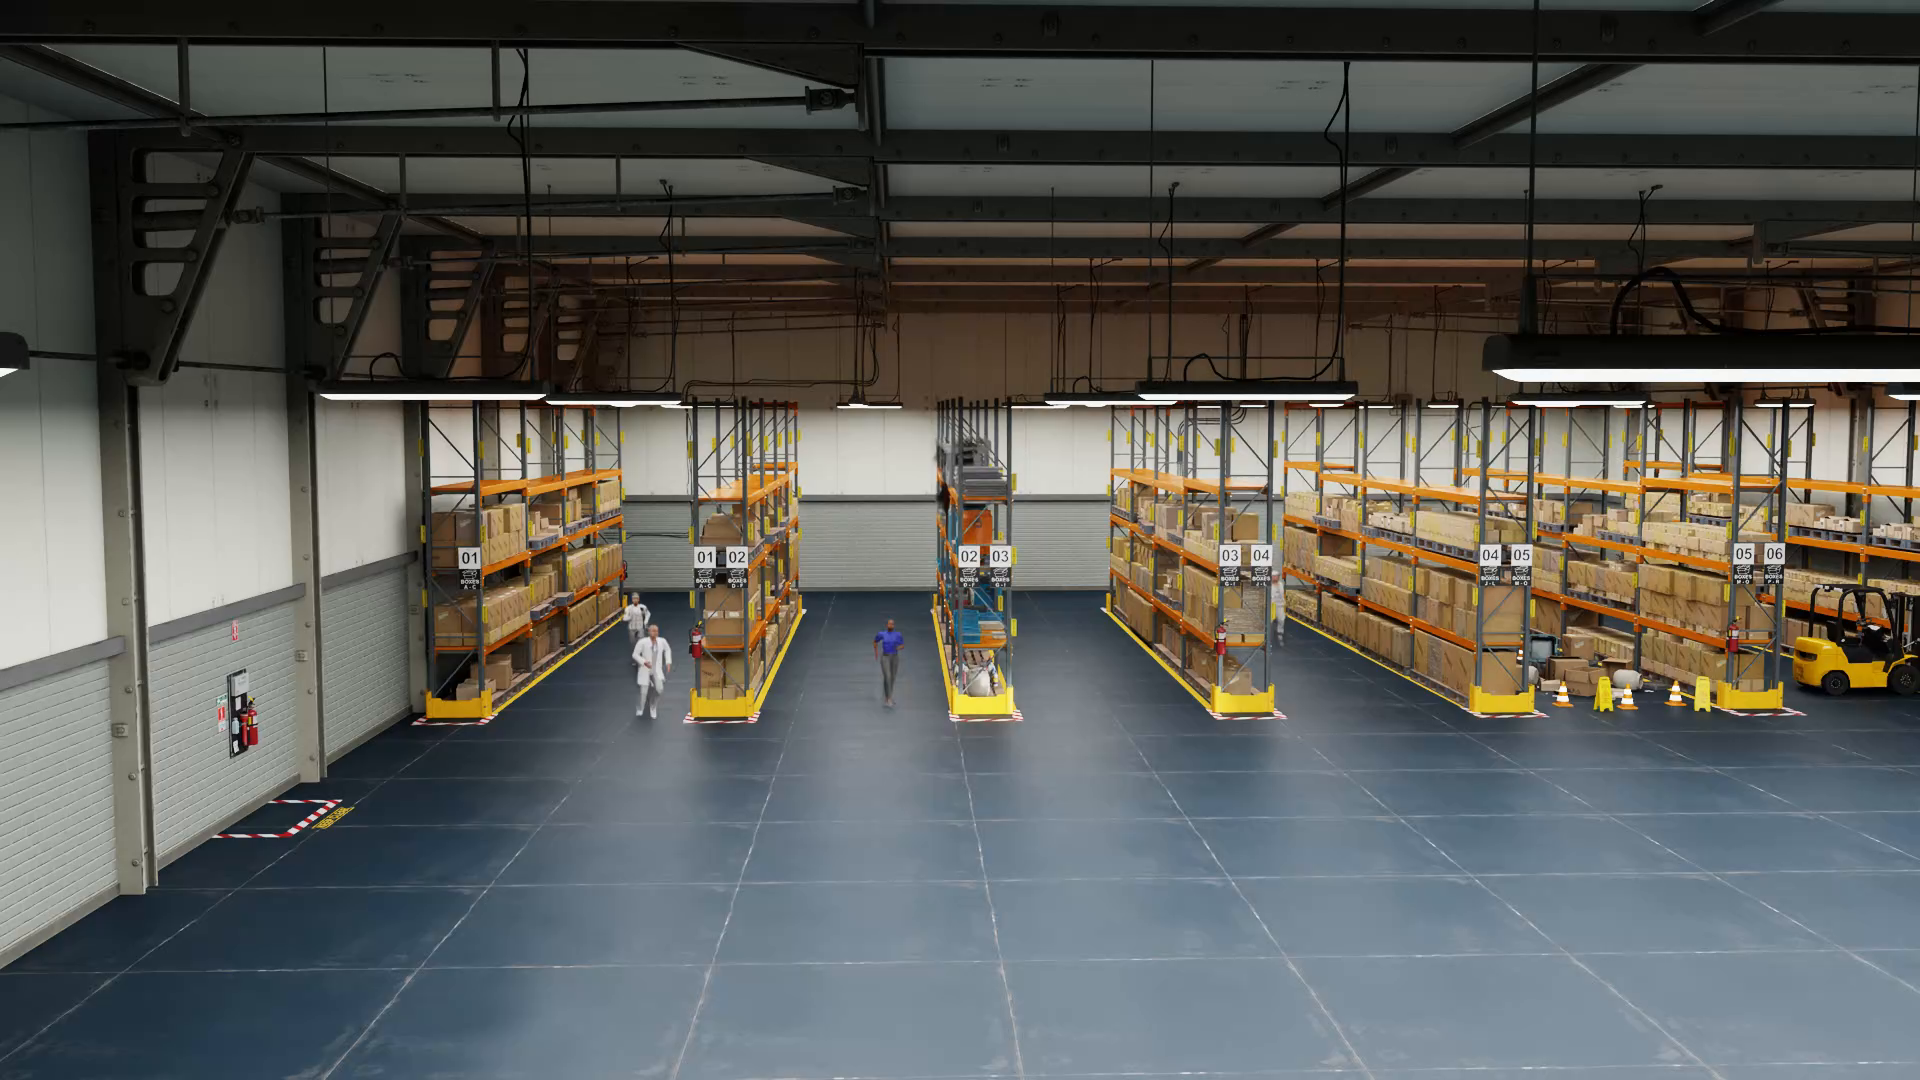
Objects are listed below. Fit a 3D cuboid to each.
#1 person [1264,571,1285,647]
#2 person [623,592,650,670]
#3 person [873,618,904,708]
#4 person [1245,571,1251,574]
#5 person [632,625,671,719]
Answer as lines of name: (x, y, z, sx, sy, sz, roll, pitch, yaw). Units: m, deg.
person: (7.705, 1.667, 40.789, 0.661, 1.846, 0.835, -1, 5, -12)
person: (-7.188, 2.023, 36.953, 0.594, 1.745, 0.712, -1, 4, -9)
person: (-1.374, 2.378, 32.510, 0.556, 1.707, 0.779, -2, 5, -19)
person: (8.448, 1.251, 48.055, 0.576, 1.524, 0.531, 3, 5, 30)
person: (-5.728, 2.500, 31.022, 0.774, 1.709, 0.702, -2, 5, -25)
